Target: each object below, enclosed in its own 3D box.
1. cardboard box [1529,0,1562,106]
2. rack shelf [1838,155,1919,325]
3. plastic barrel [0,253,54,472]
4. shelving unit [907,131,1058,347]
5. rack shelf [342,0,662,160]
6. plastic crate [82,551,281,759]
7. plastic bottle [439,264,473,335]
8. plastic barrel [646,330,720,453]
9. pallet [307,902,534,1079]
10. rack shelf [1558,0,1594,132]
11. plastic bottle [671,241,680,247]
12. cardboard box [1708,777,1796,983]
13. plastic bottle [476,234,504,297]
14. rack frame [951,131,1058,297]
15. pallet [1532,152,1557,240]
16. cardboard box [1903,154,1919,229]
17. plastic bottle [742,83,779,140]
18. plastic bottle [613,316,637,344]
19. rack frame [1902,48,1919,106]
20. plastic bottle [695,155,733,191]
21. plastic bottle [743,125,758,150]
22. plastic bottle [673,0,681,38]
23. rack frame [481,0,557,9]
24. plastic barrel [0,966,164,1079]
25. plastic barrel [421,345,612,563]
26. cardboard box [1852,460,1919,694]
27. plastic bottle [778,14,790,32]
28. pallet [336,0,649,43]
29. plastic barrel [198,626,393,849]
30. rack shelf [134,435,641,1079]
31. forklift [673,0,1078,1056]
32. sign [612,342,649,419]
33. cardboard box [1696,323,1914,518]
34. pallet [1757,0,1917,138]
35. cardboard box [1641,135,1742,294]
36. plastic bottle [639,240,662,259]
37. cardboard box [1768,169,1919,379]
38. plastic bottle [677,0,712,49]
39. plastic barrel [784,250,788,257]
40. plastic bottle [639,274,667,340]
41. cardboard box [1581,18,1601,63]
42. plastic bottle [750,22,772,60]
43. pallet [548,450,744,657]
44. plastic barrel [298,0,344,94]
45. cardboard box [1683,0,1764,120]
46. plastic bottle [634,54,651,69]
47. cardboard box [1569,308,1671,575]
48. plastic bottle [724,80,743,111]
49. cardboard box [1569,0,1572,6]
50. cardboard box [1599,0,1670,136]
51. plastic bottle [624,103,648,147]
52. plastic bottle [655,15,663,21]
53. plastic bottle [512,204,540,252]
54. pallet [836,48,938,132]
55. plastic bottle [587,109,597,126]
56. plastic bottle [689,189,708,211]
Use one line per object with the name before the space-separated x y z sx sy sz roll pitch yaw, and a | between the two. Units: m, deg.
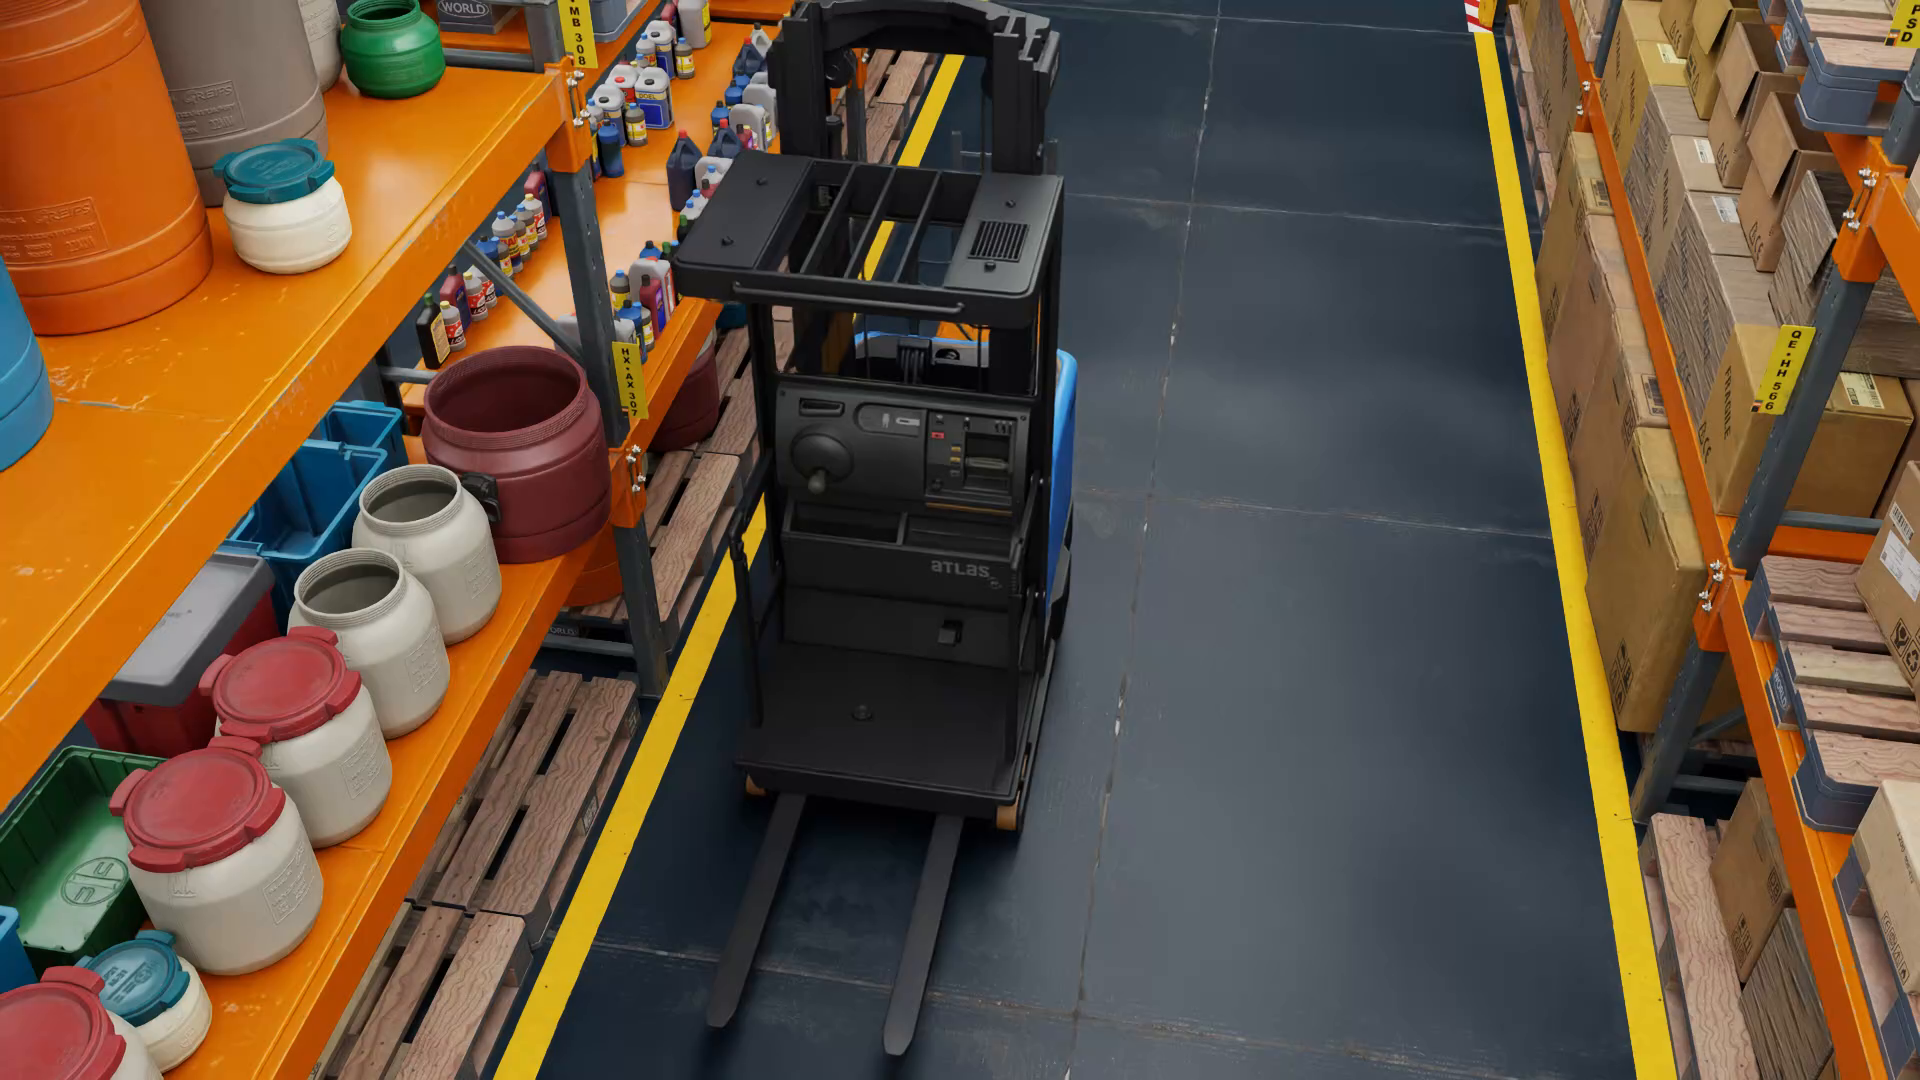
cardboard box | 4.329 -3.409 10.954 0.875 0.875 0.875 6 40 8
rack shelf | 2.788 0.350 3.281 1.077 0.370 4.000 6 40 8
plastic barrel | -2.336 -0.576 3.442 0.600 0.901 0.708 6 40 8
shelving unit | 0.118 -0.995 7.874 0.587 1.500 1.083 7 40 8
rack shelf | -1.398 -2.707 6.977 1.077 0.370 4.000 6 40 8
plastic crate | -2.325 0.383 4.980 0.402 0.464 0.583 6 40 8
plastic bottle | -2.055 -0.974 6.762 0.061 0.283 0.133 6 40 8
plastic barrel | -1.481 -0.823 8.051 0.600 0.588 0.708 6 40 8
pallet | -2.130 1.747 5.568 1.003 0.211 1.213 6 40 8
rack shelf | 4.172 -3.515 10.309 1.077 0.370 4.000 6 40 8
plastic bottle | -1.201 -1.176 7.071 0.097 0.201 0.097 0 40 0
cardboard box | 3.038 1.190 5.670 0.700 0.500 0.500 4 40 5
plastic bottle | -1.983 -1.162 6.999 0.097 0.271 0.097 0 40 0
rack frame | 0.207 -1.308 8.252 0.500 1.500 0.032 7 40 8
pallet | 4.035 -1.931 10.017 1.003 0.211 1.213 6 40 8
cardboard box | 2.802 -0.858 4.294 0.500 0.250 0.500 7 40 8
plastic bottle | -0.976 -2.122 8.157 0.152 0.276 0.135 6 40 8
plastic bottle | -1.351 -0.761 6.511 0.152 0.276 0.135 6 40 8
rack frame | 3.134 -2.339 3.614 1.000 3.000 0.127 6 40 8
plastic bottle | -1.111 -1.631 7.563 0.152 0.276 0.135 6 40 8
plastic bottle | -1.009 -1.872 7.913 0.097 0.201 0.097 0 40 0
plastic bottle | -1.536 -2.855 9.038 0.061 0.283 0.133 6 40 8
rack frame | -1.744 -2.885 4.274 1.000 3.000 0.127 6 40 8
plastic barrel | -2.055 1.309 3.803 0.433 0.535 0.433 0 40 0
plastic barrel | -1.526 -0.301 5.750 0.600 0.536 0.708 6 40 8
cardboard box | 3.080 0.116 4.944 0.500 0.500 0.500 2 40 2
plastic bottle | -0.928 -2.726 8.946 0.097 0.201 0.097 0 40 0
pallet | -1.516 -2.126 5.858 1.003 0.211 1.213 6 40 8
plastic barrel | -1.853 0.577 4.689 0.433 0.535 0.433 0 40 0
rack shelf | -2.091 0.959 4.897 1.077 0.370 4.000 6 40 8
forklift | -0.249 -0.254 5.853 1.130 2.935 3.031 7 40 8
sign | -1.201 -0.580 6.066 0.100 0.325 0.005 6 40 8
cardboard box | 2.975 -0.402 5.901 0.500 0.500 0.500 8 40 9
pallet | 3.193 -1.520 5.125 1.213 0.211 1.003 8 40 10
cardboard box | 3.243 -1.360 7.059 0.500 0.500 0.500 7 40 9
plastic bottle | -1.284 -1.126 6.956 0.097 0.271 0.097 0 40 0
cardboard box | 3.276 -0.909 5.727 0.797 0.503 0.637 8 40 9
plastic bottle | -1.439 -2.854 8.983 0.144 0.351 0.185 6 40 8
plastic barrel | -1.163 -2.097 9.346 0.600 0.901 0.708 6 40 8
plastic bottle | -1.249 -0.965 6.752 0.061 0.283 0.133 6 40 8
cardboard box | 3.556 -2.668 8.917 0.380 0.149 0.250 7 40 8
plastic bottle | -1.031 -2.467 8.516 0.144 0.351 0.185 6 40 8
pallet | -1.649 0.002 7.678 1.003 0.211 1.213 6 40 8
plastic barrel | -2.100 -1.611 4.999 0.421 0.512 0.421 0 40 0
cardboard box | 3.593 -2.131 7.205 0.797 0.503 0.637 7 40 8
plastic bottle | -1.635 -2.398 8.549 0.097 0.201 0.097 0 40 0
cardboard box | 3.436 -0.359 7.265 1.225 0.875 0.875 7 40 8
plastic bottle | -1.102 -2.123 8.161 0.097 0.271 0.097 0 40 0
cardboard box | 3.690 -3.152 9.502 0.380 0.149 0.250 7 40 9
cardboard box | 3.500 -2.315 8.214 0.500 0.500 0.500 7 40 8
plastic bottle | -1.582 -2.030 8.103 0.097 0.201 0.097 0 40 0
plastic bottle | -1.578 -2.631 8.777 0.097 0.271 0.097 0 40 0
plastic bottle | -1.916 -1.379 7.317 0.097 0.201 0.097 0 40 0
pallet | -0.754 -3.242 11.603 1.003 0.211 1.213 6 40 8
plastic bottle | -1.772 -1.928 7.925 0.097 0.271 0.097 0 40 0
plastic bottle | -1.144 -1.409 7.298 0.097 0.271 0.097 0 40 0
